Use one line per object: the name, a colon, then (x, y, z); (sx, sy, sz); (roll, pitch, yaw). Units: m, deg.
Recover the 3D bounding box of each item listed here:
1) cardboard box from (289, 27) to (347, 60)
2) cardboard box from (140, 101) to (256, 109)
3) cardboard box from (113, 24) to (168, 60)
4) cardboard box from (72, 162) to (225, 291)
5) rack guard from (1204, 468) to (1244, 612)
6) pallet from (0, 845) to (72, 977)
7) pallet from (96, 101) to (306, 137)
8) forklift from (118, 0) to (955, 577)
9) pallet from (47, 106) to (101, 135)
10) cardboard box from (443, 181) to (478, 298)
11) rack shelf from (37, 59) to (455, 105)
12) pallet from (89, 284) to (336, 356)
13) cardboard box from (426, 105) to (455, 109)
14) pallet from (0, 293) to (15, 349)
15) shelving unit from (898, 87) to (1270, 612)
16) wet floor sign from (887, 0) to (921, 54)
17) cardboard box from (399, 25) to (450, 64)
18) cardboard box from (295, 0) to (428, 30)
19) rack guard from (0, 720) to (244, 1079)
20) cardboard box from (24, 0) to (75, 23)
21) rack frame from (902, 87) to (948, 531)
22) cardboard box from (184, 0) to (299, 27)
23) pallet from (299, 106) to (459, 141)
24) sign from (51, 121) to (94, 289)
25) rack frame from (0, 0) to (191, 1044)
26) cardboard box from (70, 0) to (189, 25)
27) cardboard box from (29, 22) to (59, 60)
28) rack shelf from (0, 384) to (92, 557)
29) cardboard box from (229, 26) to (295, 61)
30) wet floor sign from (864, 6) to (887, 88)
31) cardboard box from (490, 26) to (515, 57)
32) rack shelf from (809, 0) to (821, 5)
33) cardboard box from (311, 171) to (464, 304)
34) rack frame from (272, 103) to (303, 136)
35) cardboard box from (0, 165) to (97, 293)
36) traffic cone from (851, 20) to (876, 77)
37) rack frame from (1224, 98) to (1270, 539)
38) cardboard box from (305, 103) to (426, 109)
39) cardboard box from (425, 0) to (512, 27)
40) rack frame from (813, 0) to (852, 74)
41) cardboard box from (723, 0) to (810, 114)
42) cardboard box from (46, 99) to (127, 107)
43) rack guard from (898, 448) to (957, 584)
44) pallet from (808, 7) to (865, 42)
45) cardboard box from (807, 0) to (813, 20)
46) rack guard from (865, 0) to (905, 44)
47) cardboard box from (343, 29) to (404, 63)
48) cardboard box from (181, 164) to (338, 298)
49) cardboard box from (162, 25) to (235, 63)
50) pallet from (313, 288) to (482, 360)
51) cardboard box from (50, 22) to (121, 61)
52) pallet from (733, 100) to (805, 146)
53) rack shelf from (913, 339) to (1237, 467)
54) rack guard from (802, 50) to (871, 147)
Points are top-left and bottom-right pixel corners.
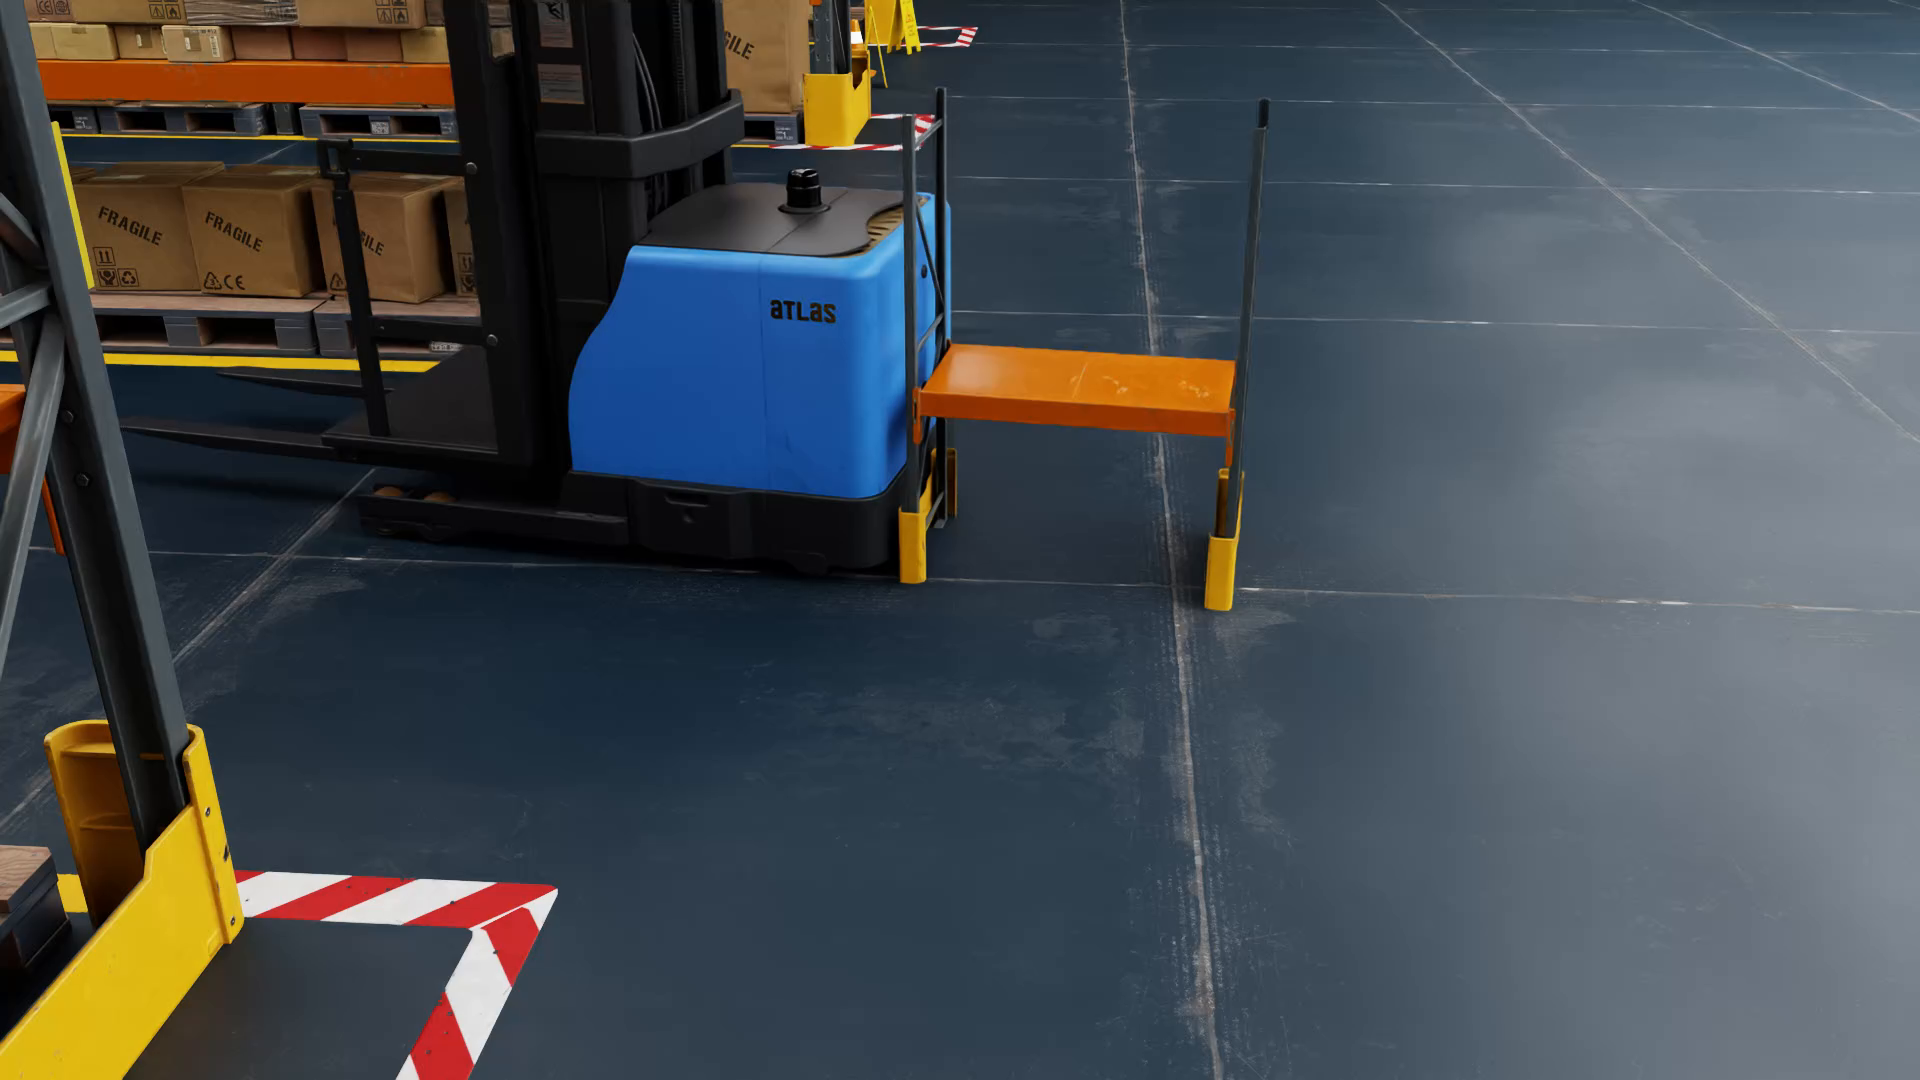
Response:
cardboard box: (-2.699, -2.187, 7.215); (0.250, 0.149, 0.380); (2, 25, 4)
cardboard box: (-5.536, -3.687, 12.363); (0.750, 0.750, 1.050); (2, 25, 4)
cardboard box: (-3.450, -2.194, 7.230); (0.250, 0.149, 0.380); (2, 25, 4)
cardboard box: (-3.798, -1.495, 7.899); (0.500, 0.500, 0.500); (0, 25, -1)
rack guard: (0.872, -0.009, 5.471); (0.087, 0.250, 0.587); (5, 25, 10)
pallet: (-2.670, 0.976, 3.376); (1.213, 0.211, 1.003); (2, 25, 4)
pallet: (-5.685, -3.262, 12.587); (1.213, 0.211, 1.003); (2, 25, 4)
forklift: (-1.593, -1.533, 5.575); (3.031, 2.935, 1.130); (6, 25, 13)
pallet: (-6.905, -3.300, 12.669); (1.213, 0.211, 1.003); (2, 25, 4)
cardboard box: (-2.023, -1.426, 7.748); (0.500, 0.500, 0.500); (6, 25, 14)
rack shelf: (-3.396, -2.081, 7.544); (4.000, 0.370, 1.077); (2, 25, 4)
pallet: (-3.498, -1.160, 8.019); (1.213, 0.211, 1.003); (2, 25, 4)
cardboard box: (-3.389, -3.685, 12.209); (0.875, 0.875, 0.875); (2, 25, 4)
pallet: (-4.718, -1.198, 8.101); (1.213, 0.211, 1.003); (2, 25, 4)
shelving unit: (0.383, -0.618, 5.298); (1.083, 1.500, 0.587); (5, 25, 10)
wet floor sign: (-0.536, -4.952, 15.741); (0.232, 0.644, 0.267); (11, 27, 22)
cardboard box: (-2.204, -2.147, 7.129); (0.250, 0.149, 0.380); (2, 25, 4)
cardboard box: (-2.456, -2.519, 7.161); (0.500, 0.500, 0.875); (2, 25, 4)
rack guard: (-1.861, 0.873, 3.254); (0.348, 0.500, 1.175); (2, 25, 4)
cardboard box: (-3.944, -2.607, 7.353); (0.500, 0.500, 0.875); (2, 25, 4)
rack frame: (-0.107, -0.658, 5.387); (0.032, 1.500, 0.500); (5, 25, 10)
cardboard box: (-2.951, -2.553, 7.235); (0.500, 0.500, 0.875); (2, 25, 4)
pallet: (-4.158, -3.212, 12.478); (1.213, 0.211, 1.003); (2, 25, 4)
sign: (-1.735, -0.634, 3.209); (0.005, 0.325, 0.100); (2, 25, 4)
rack frame: (-1.781, -0.279, 2.769); (0.127, 3.000, 1.000); (2, 25, 4)
cardboard box: (-3.449, -2.574, 7.280); (0.500, 0.500, 0.875); (2, 25, 4)
cardboard box: (-3.951, -2.196, 7.234); (0.250, 0.149, 0.380); (2, 25, 4)
rack shelf: (-3.775, -0.017, 3.058); (4.000, 0.370, 1.077); (2, 25, 4)
cardboard box: (-2.950, -2.186, 7.212); (0.250, 0.149, 0.380); (2, 25, 4)
wet floor sign: (-0.741, -4.162, 14.024); (0.232, 0.644, 0.267); (-2, 25, -5)
cardboard box: (-1.951, -2.161, 7.158); (0.250, 0.149, 0.380); (2, 25, 4)
rack shelf: (-2.916, -4.145, 12.030); (4.000, 0.370, 1.077); (2, 25, 4)
cardboard box: (-2.622, -1.431, 7.759); (0.500, 0.500, 0.500); (8, 26, 18)
rack frame: (-4.910, -4.536, 12.019); (0.127, 3.000, 1.000); (2, 25, 4)
cardboard box: (-4.423, -1.482, 7.871); (0.500, 0.500, 0.500); (10, 27, 21)
traffic cone: (-0.917, -4.324, 14.594); (0.334, 0.463, 0.336); (2, 25, 4)
rack frame: (0.891, -0.576, 5.207); (0.032, 1.500, 0.500); (5, 25, 10)
cardboard box: (-4.288, -3.712, 12.268); (0.875, 0.875, 0.875); (2, 25, 5)
cardboard box: (-1.948, -2.553, 7.235); (0.500, 0.500, 0.875); (2, 25, 4)
rack frame: (-0.922, -4.408, 11.741); (0.127, 3.000, 1.000); (2, 25, 4)
cardboard box: (-1.603, -3.627, 12.084); (0.875, 0.875, 0.875); (2, 25, 4)
cardboard box: (-6.497, -3.719, 12.433); (0.750, 0.750, 1.050); (2, 25, 4)
rack guard: (-0.105, -0.091, 5.648); (0.087, 0.250, 0.587); (5, 25, 10)
pallet: (-1.526, -5.250, 16.908); (1.213, 0.211, 1.003); (2, 25, 4)
cardboard box: (-1.494, -5.330, 16.532); (0.500, 0.250, 0.500); (2, 25, 4)
rack guard: (-0.719, -5.341, 16.759); (0.348, 0.500, 1.175); (2, 25, 4)
cardboard box: (-2.452, -2.162, 7.160); (0.250, 0.149, 0.380); (2, 25, 4)
cardboard box: (-3.245, -1.459, 7.820); (0.500, 0.500, 0.500); (4, 25, 9)
cardboard box: (-3.206, -2.157, 7.149); (0.250, 0.149, 0.380); (2, 25, 4)
pallet: (-2.285, -1.120, 7.932); (1.213, 0.211, 1.003); (2, 25, 4)
cardboard box: (-3.702, -2.183, 7.206); (0.250, 0.149, 0.380); (2, 25, 4)
pallet: (-1.725, -3.134, 12.308); (1.213, 0.211, 1.003); (2, 25, 4)
rack shelf: (0.392, -0.454, 5.372); (1.000, 0.185, 0.538); (5, 25, 10)
rack guard: (-0.898, -3.271, 12.261); (0.348, 0.500, 1.175); (2, 25, 4)
